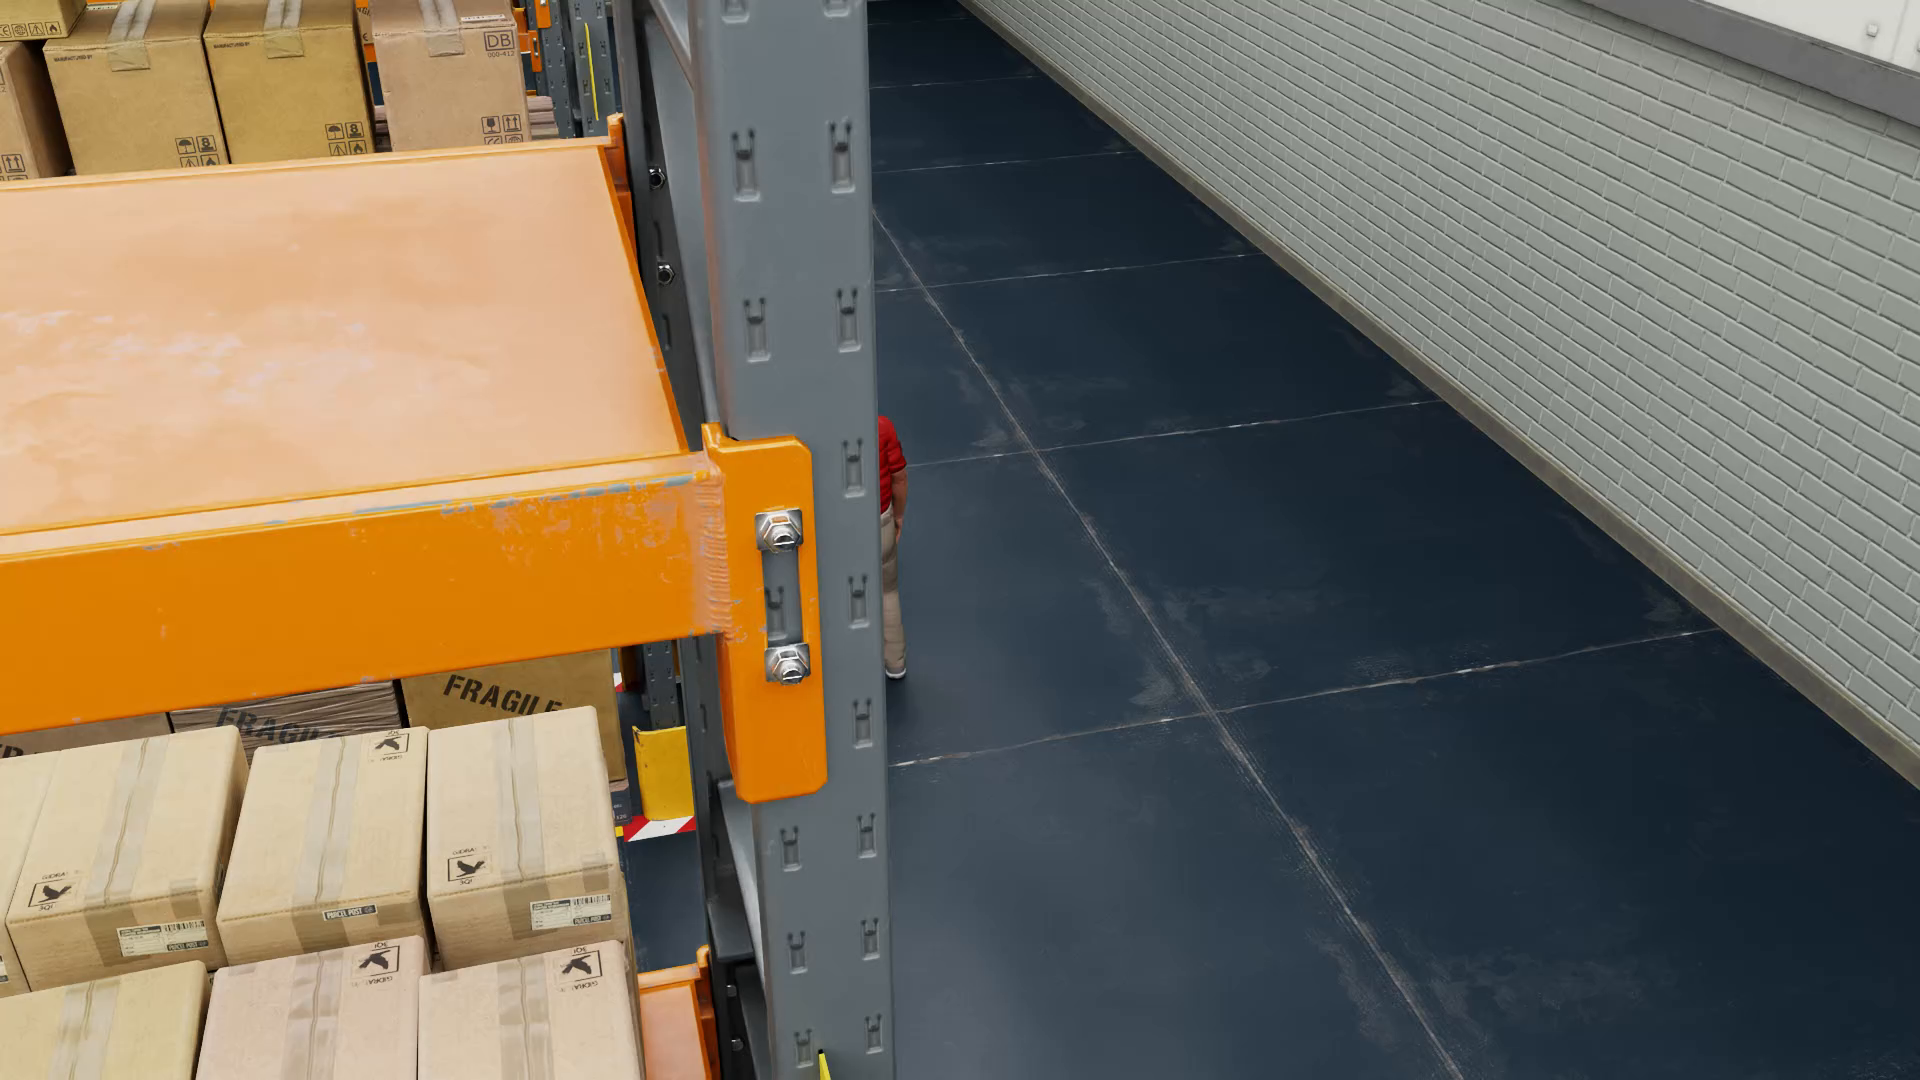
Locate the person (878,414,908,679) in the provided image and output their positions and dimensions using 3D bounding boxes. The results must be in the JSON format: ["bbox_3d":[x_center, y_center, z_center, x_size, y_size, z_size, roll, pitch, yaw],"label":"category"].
[{"bbox_3d":[-0.533,-0.042,8.215,0.607,1.728,0.387,-13,33,-21],"label":"person"}]
